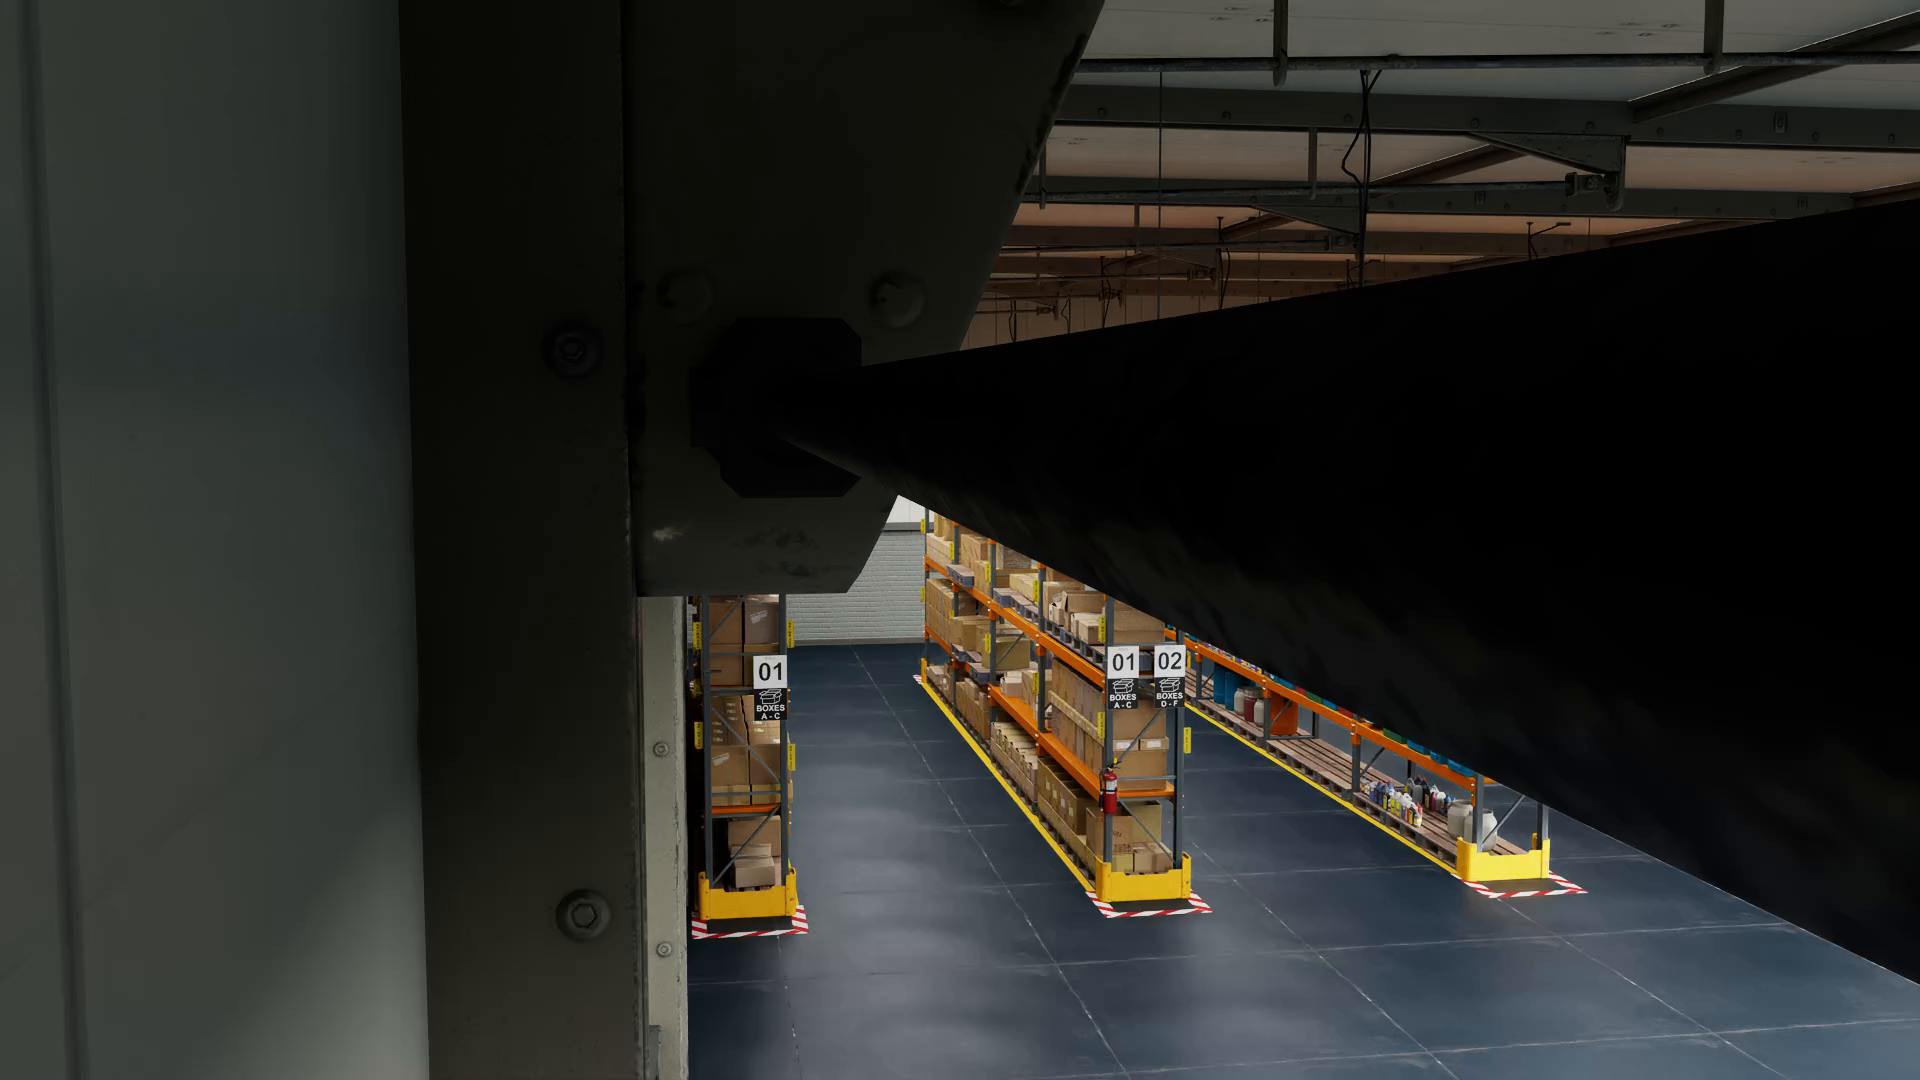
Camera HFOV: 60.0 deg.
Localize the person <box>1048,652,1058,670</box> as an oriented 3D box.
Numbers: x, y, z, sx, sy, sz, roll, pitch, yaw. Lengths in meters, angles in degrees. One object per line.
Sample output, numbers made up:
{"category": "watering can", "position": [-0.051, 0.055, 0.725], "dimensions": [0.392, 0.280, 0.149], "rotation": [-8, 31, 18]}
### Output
{"category": "person", "position": [2.022, 2.128, 35.146], "dimensions": [0.572, 1.705, 0.915], "rotation": [-2, 5, -22]}
